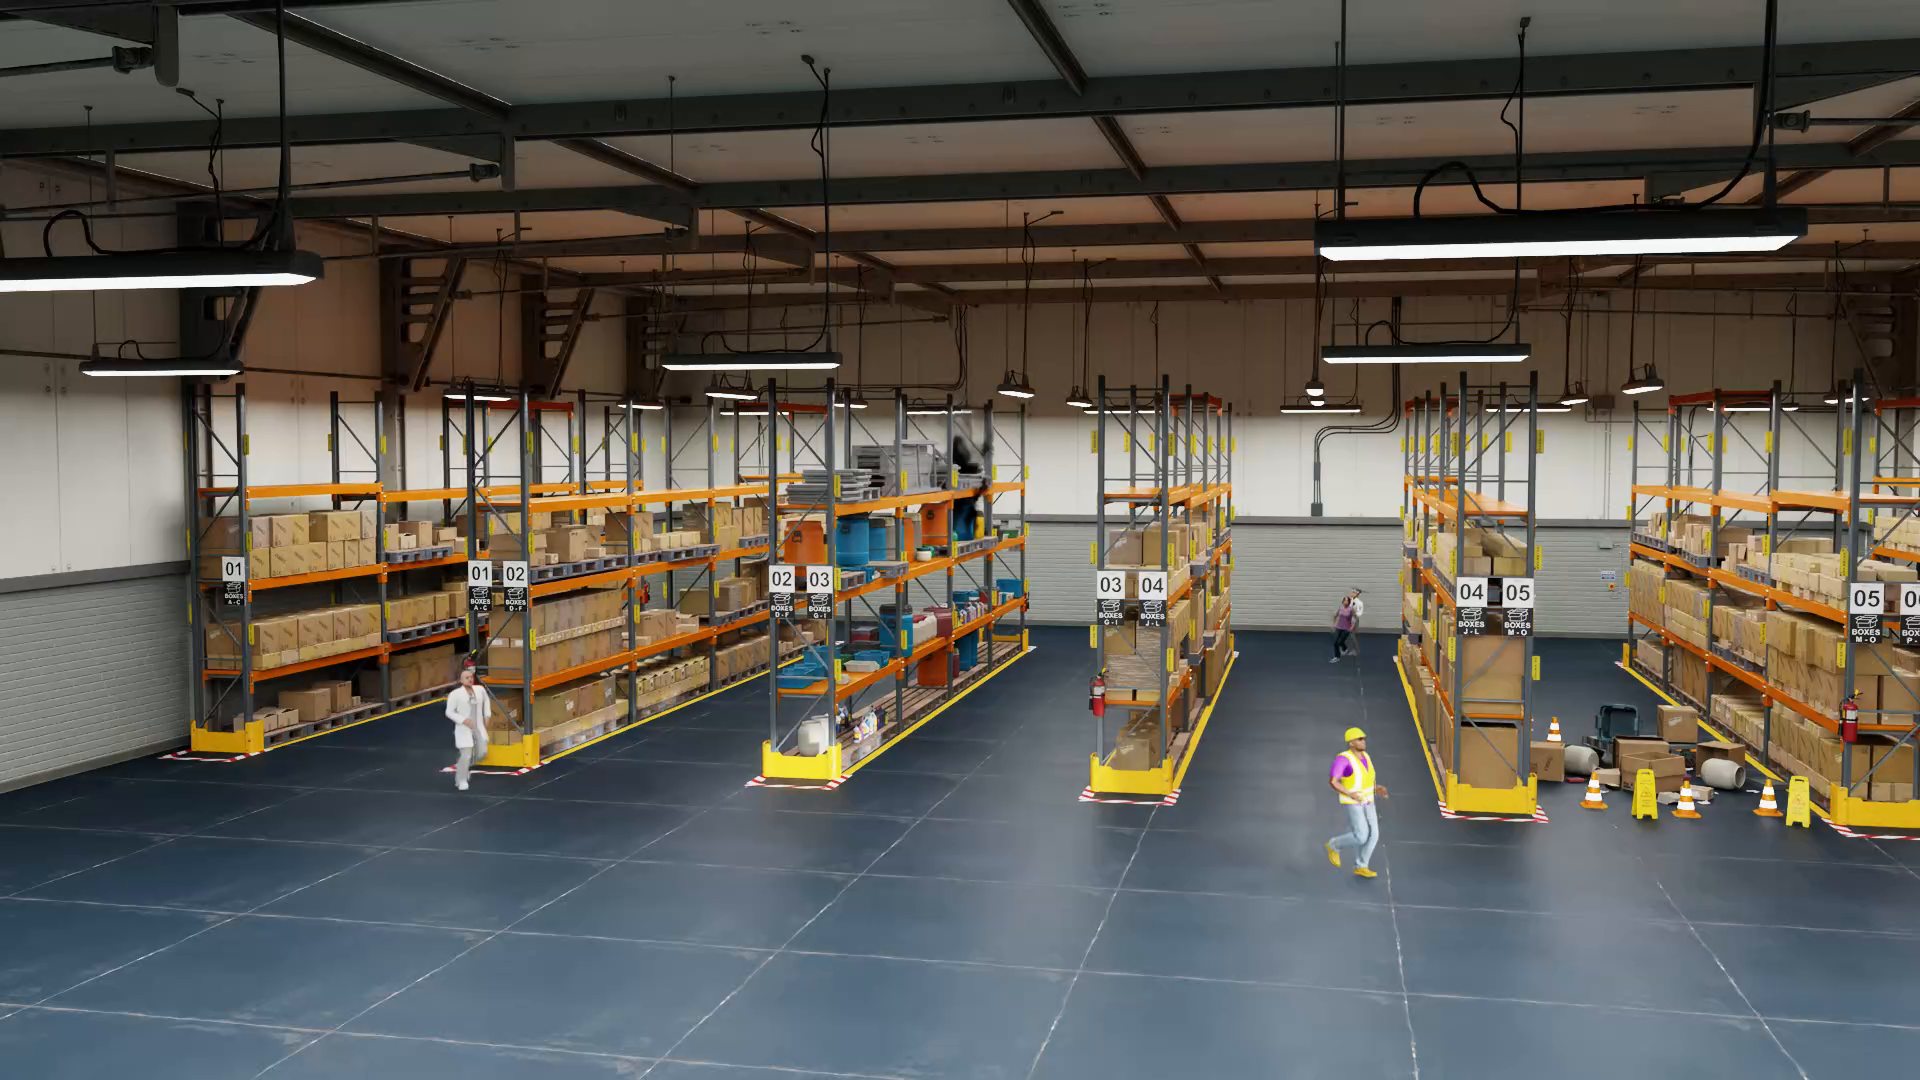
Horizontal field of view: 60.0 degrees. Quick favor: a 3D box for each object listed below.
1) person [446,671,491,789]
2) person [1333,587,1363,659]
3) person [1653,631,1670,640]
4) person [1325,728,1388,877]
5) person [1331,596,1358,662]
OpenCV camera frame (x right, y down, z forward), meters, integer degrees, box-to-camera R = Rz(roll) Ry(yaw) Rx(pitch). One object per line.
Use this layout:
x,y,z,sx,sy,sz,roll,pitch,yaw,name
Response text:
-7.106,2.758,24.162,0.738,1.737,0.690,-3,4,-41,person
9.134,1.933,38.843,0.844,1.687,0.619,-2,4,-37,person
16.380,1.938,38.611,0.744,1.744,0.604,-1,4,-24,person
4.608,3.037,19.322,0.702,1.718,0.575,-3,4,-40,person
8.832,2.060,38.249,0.592,1.543,0.488,2,4,35,person
